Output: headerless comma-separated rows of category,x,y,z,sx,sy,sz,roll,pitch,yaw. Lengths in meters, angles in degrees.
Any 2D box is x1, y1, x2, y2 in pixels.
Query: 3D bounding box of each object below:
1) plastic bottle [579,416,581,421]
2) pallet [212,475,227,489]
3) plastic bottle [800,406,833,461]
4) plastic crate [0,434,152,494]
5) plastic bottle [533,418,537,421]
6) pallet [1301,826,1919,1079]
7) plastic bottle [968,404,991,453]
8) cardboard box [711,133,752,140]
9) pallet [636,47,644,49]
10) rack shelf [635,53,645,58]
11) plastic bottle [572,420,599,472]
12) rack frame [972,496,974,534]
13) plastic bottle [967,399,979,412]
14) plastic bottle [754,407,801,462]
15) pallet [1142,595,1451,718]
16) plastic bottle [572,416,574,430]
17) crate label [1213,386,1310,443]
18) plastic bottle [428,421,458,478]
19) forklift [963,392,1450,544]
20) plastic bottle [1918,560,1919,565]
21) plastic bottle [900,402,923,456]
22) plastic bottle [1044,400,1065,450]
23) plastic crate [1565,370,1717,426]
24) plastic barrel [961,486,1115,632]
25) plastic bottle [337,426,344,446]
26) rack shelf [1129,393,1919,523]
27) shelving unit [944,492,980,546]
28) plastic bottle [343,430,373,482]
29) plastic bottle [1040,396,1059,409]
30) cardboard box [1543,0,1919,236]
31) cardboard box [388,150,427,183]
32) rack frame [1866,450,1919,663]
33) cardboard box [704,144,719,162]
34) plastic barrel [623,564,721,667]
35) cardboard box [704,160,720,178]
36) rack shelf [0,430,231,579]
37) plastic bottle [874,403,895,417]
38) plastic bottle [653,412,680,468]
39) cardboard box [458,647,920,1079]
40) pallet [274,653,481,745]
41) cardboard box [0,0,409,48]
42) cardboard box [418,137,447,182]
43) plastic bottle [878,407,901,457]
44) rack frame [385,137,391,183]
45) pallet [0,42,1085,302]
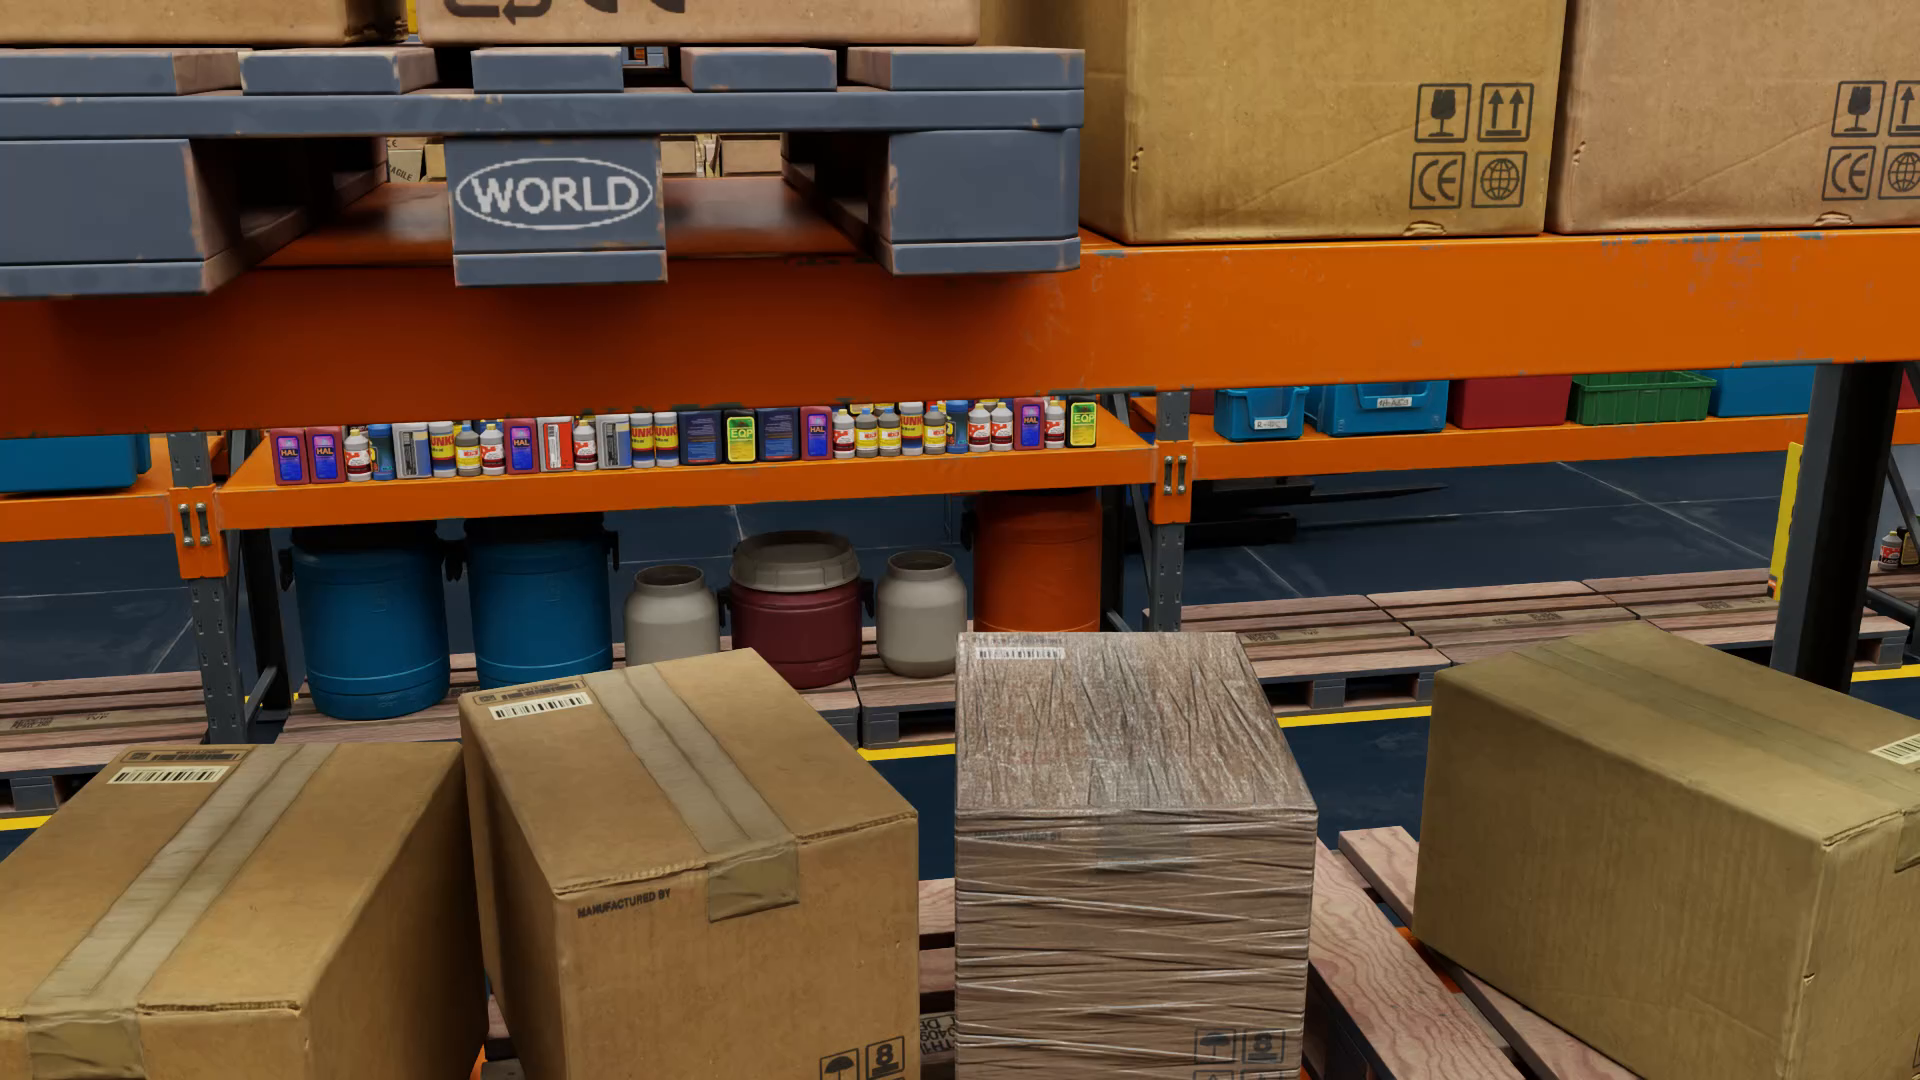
plastic bottle,-1.778,-0.630,7.465,0.135,0.276,0.152,-3,17,-10
pallet,-4.791,-0.593,11.883,1.213,0.211,1.003,-3,17,-10
plastic bottle,-0.601,-0.476,6.951,0.133,0.283,0.061,-3,17,-10
plastic crate,-3.483,-0.415,6.478,0.575,0.384,0.392,-3,17,-10
plastic bottle,-1.868,-0.585,7.327,0.097,0.271,0.097,0,17,0
pallet,1.121,0.837,2.805,1.003,0.211,1.213,-3,17,-10
plastic bottle,0.082,-0.481,7.107,0.097,0.201,0.097,0,17,0
cardboard box,-2.912,-5.063,21.091,0.500,0.250,0.500,-4,17,-12
pallet,-3.702,-6.255,20.780,1.213,0.211,1.003,-2,17,-8
rack shelf,-2.907,-4.583,16.240,4.000,0.370,1.077,-3,17,-10
plastic bottle,-1.535,-0.389,6.808,0.097,0.201,0.097,0,17,0
rack frame,0.104,-0.579,10.155,0.006,1.200,0.240,-3,17,-10
plastic bottle,0.020,-0.749,7.840,0.133,0.283,0.061,-3,17,-10
plastic bottle,-0.765,-0.511,6.951,0.185,0.351,0.144,-3,17,-10
pallet,1.606,0.560,8.128,1.213,0.211,1.003,-3,17,-10
plastic bottle,-1.683,-0.470,6.945,0.135,0.276,0.152,-3,17,-10
crate label,1.322,-0.576,7.364,0.416,0.233,0.303,-3,17,-10
plastic bottle,-2.085,-0.391,6.696,0.097,0.271,0.097,0,17,0
forklift,1.596,-1.521,10.273,3.031,2.935,1.130,-4,18,-13
plastic bottle,5.343,-0.027,9.052,0.185,0.351,0.144,-4,17,-12
plastic bottle,-0.204,-0.498,7.044,0.097,0.271,0.097,0,17,0
plastic bottle,0.405,-0.499,7.167,0.097,0.201,0.097,0,17,0
plastic crate,3.109,-0.684,7.791,0.662,0.188,0.450,-3,17,-10
plastic barrel,0.360,0.128,7.767,0.708,0.830,0.600,-3,17,-10
plastic bottle,-2.722,-0.503,7.180,0.097,0.201,0.097,0,17,0
rack shelf,2.801,-0.508,8.083,4.000,0.370,1.077,-3,17,-10
shelving unit,0.014,-0.574,10.138,0.189,1.200,0.258,-3,17,-10
plastic bottle,-2.408,-0.340,6.647,0.097,0.201,0.097,0,17,0
plastic bottle,0.380,-0.707,7.715,0.135,0.276,0.152,-3,17,-10
cardboard box,0.851,-0.732,2.307,0.500,0.500,0.910,-3,17,-10
cardboard box,-5.292,-3.463,15.801,0.500,0.500,0.500,-3,17,-10
rack frame,4.765,-0.964,8.340,0.127,3.000,1.000,-3,17,-10
cardboard box,-2.341,-3.754,16.125,0.250,0.149,0.380,-3,17,-10
plastic barrel,-1.286,0.400,7.423,0.421,0.512,0.421,0,17,0
cardboard box,-2.353,-3.610,16.164,0.250,0.149,0.380,-3,17,-11
rack shelf,-5.054,-0.063,6.632,4.000,0.370,1.077,-3,17,-10
plastic bottle,-0.353,-0.683,7.766,0.097,0.201,0.097,0,17,0
plastic bottle,-1.212,-0.441,6.858,0.097,0.271,0.097,0,17,0
cardboard box,-0.431,0.545,2.542,0.500,0.500,0.700,-8,19,-24
pallet,-2.324,0.784,7.400,1.213,0.211,1.003,-3,17,-10
cardboard box,-0.993,-0.871,1.873,0.600,0.600,0.600,-3,17,-11
cardboard box,-3.404,-2.511,11.500,0.637,0.503,0.797,-4,17,-12
plastic bottle,-0.300,-0.459,7.036,0.097,0.201,0.097,0,17,0
rack frame,-4.029,-1.946,11.538,0.127,3.000,1.000,-3,17,-10
pallet,-0.482,-0.509,2.070,1.003,0.211,1.213,-3,17,-10
